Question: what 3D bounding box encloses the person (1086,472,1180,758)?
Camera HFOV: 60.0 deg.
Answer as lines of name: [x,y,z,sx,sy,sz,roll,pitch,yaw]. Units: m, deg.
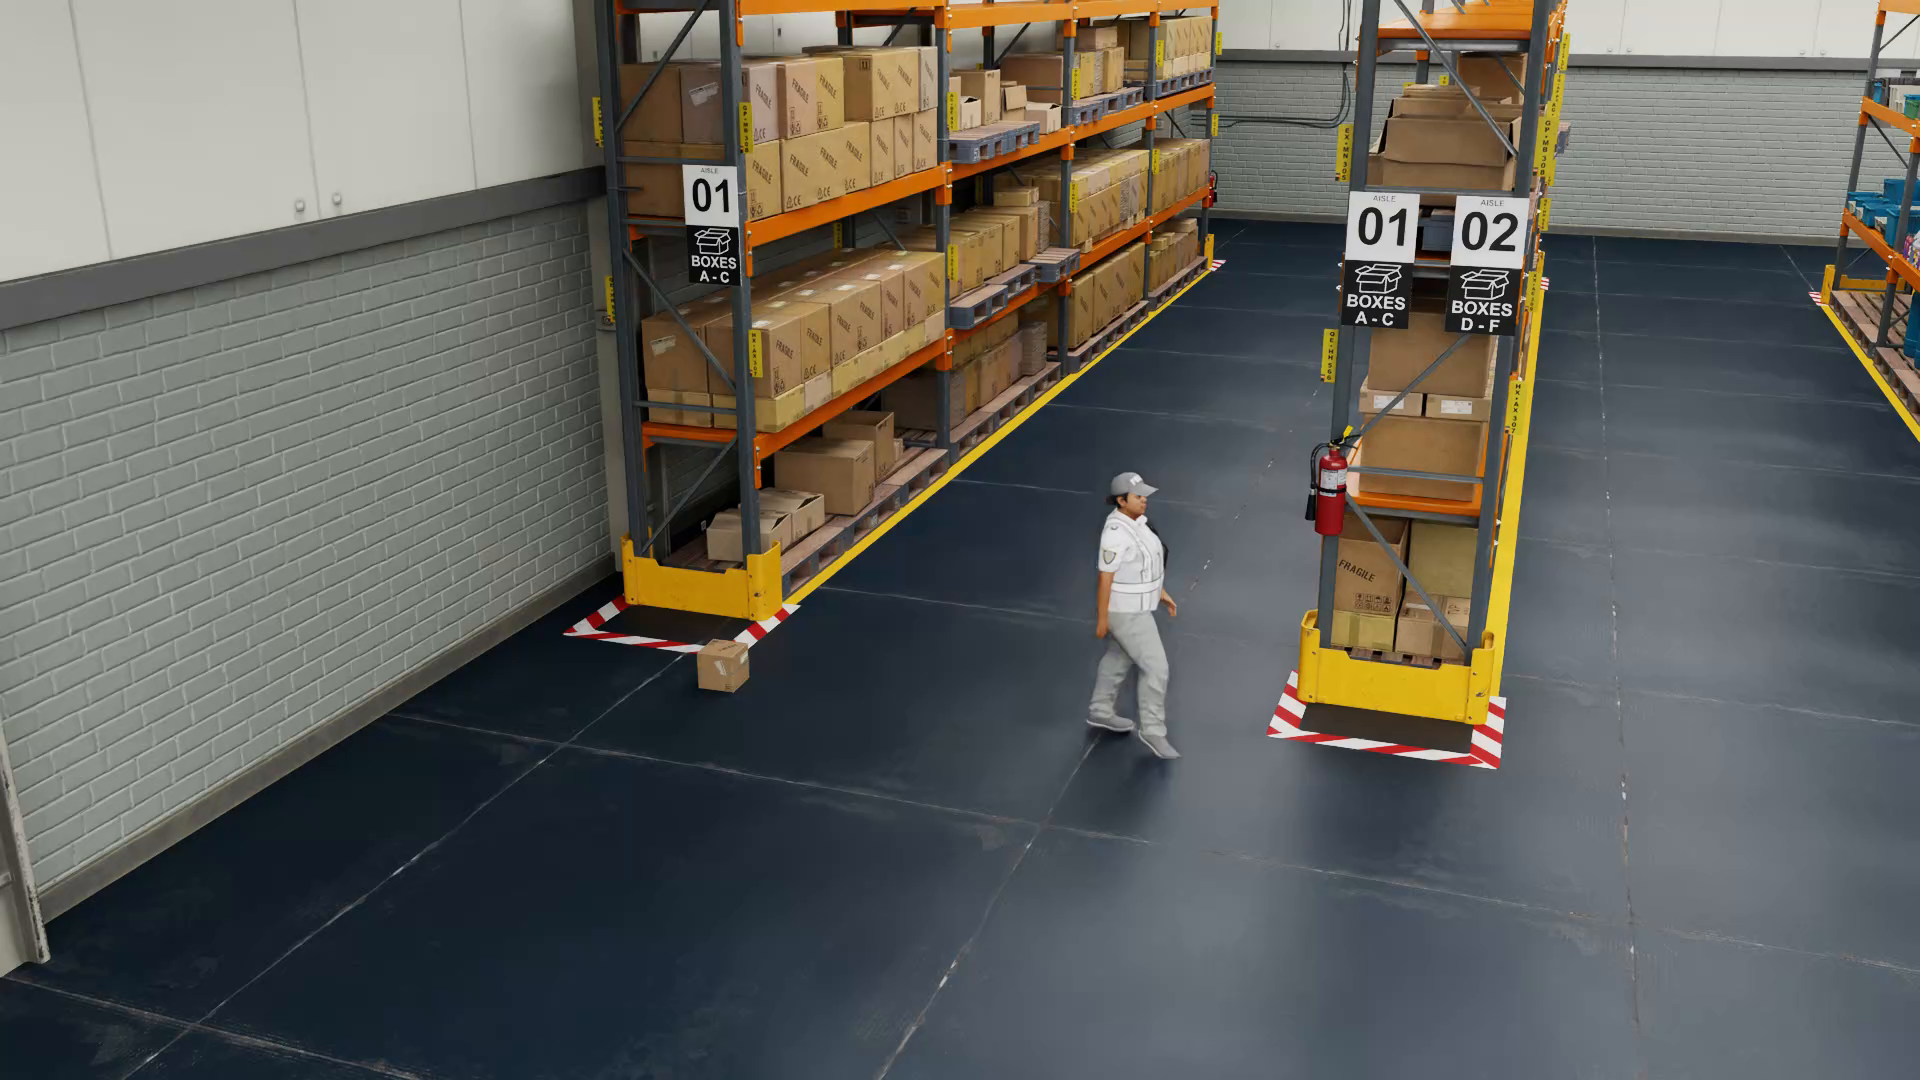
person: [1.060,0.435,9.833,0.626,1.719,0.479,6,20,16]
